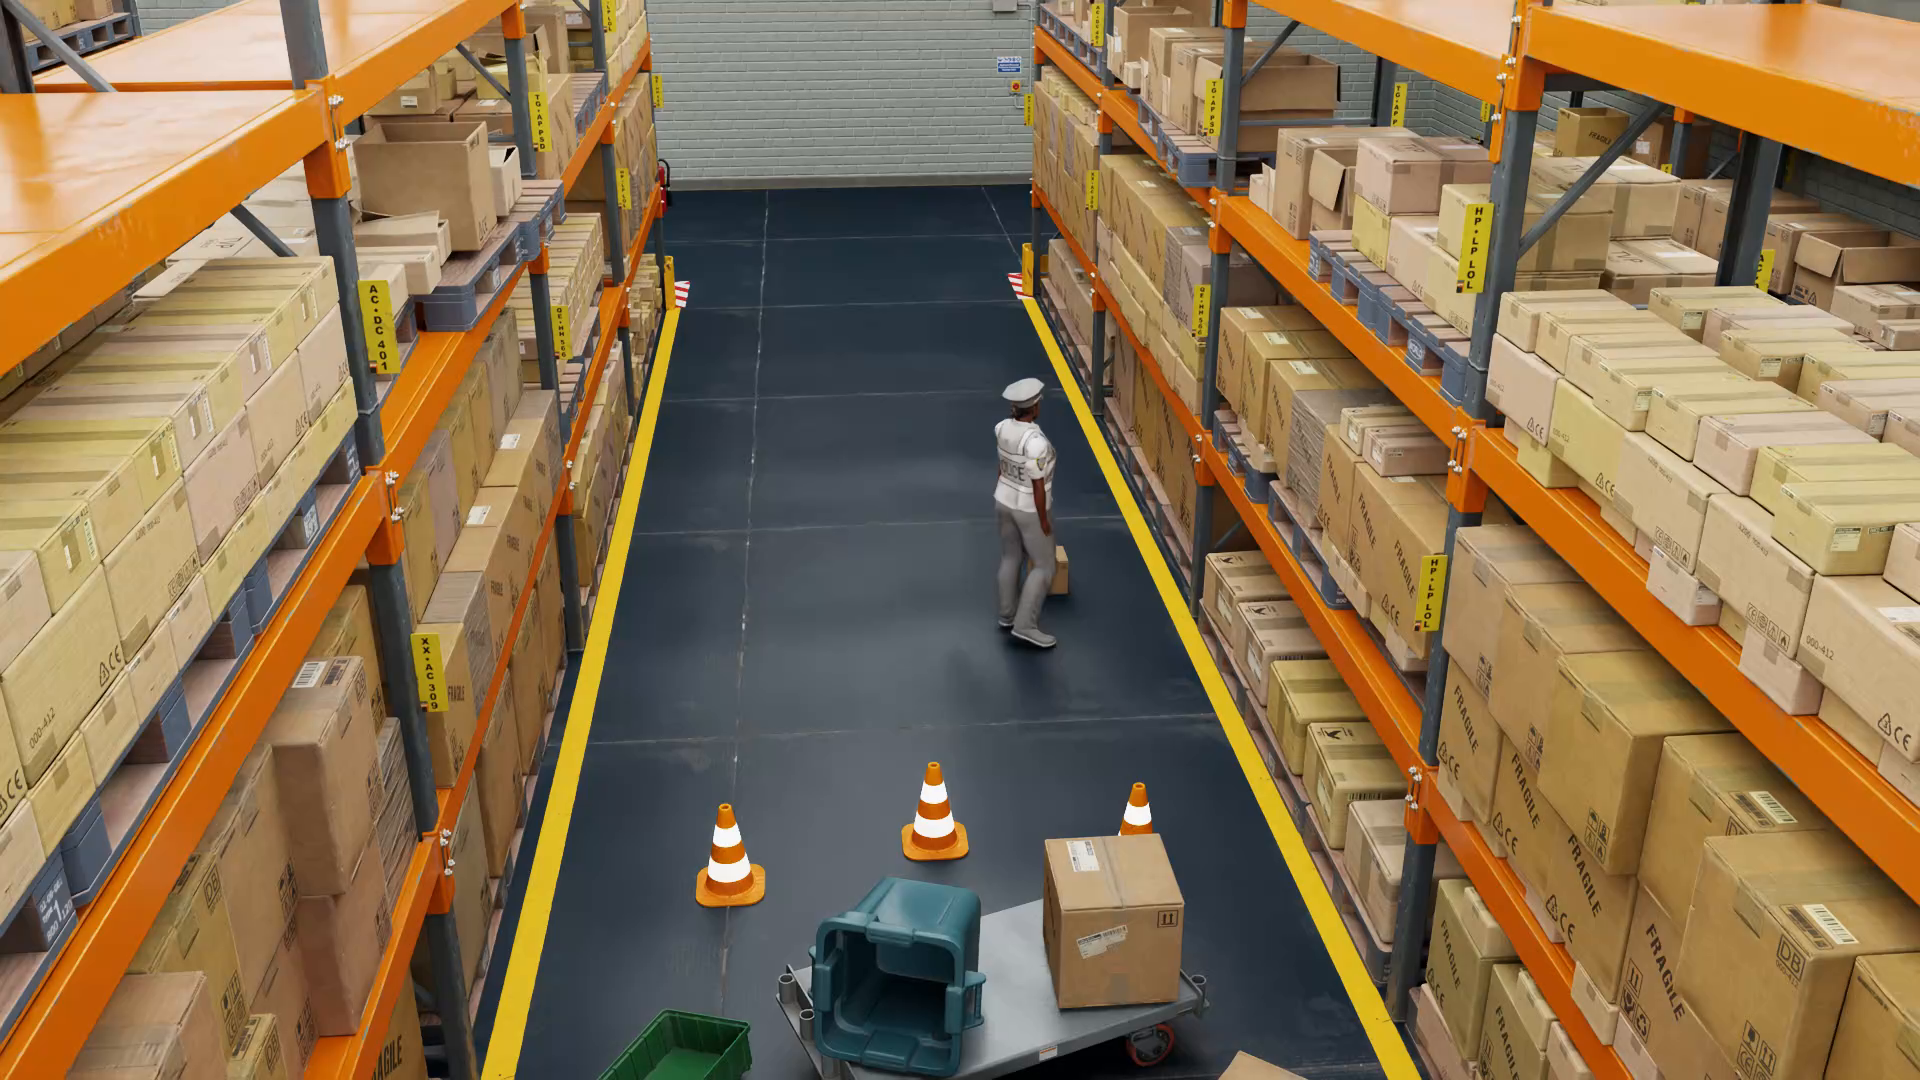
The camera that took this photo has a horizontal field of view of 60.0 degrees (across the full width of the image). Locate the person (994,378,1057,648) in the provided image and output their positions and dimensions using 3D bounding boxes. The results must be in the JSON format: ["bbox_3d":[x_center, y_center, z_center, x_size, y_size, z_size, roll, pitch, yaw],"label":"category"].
[{"bbox_3d":[0.422,-0.174,10.462,0.399,1.683,0.588,-17,29,-34],"label":"person"}]
